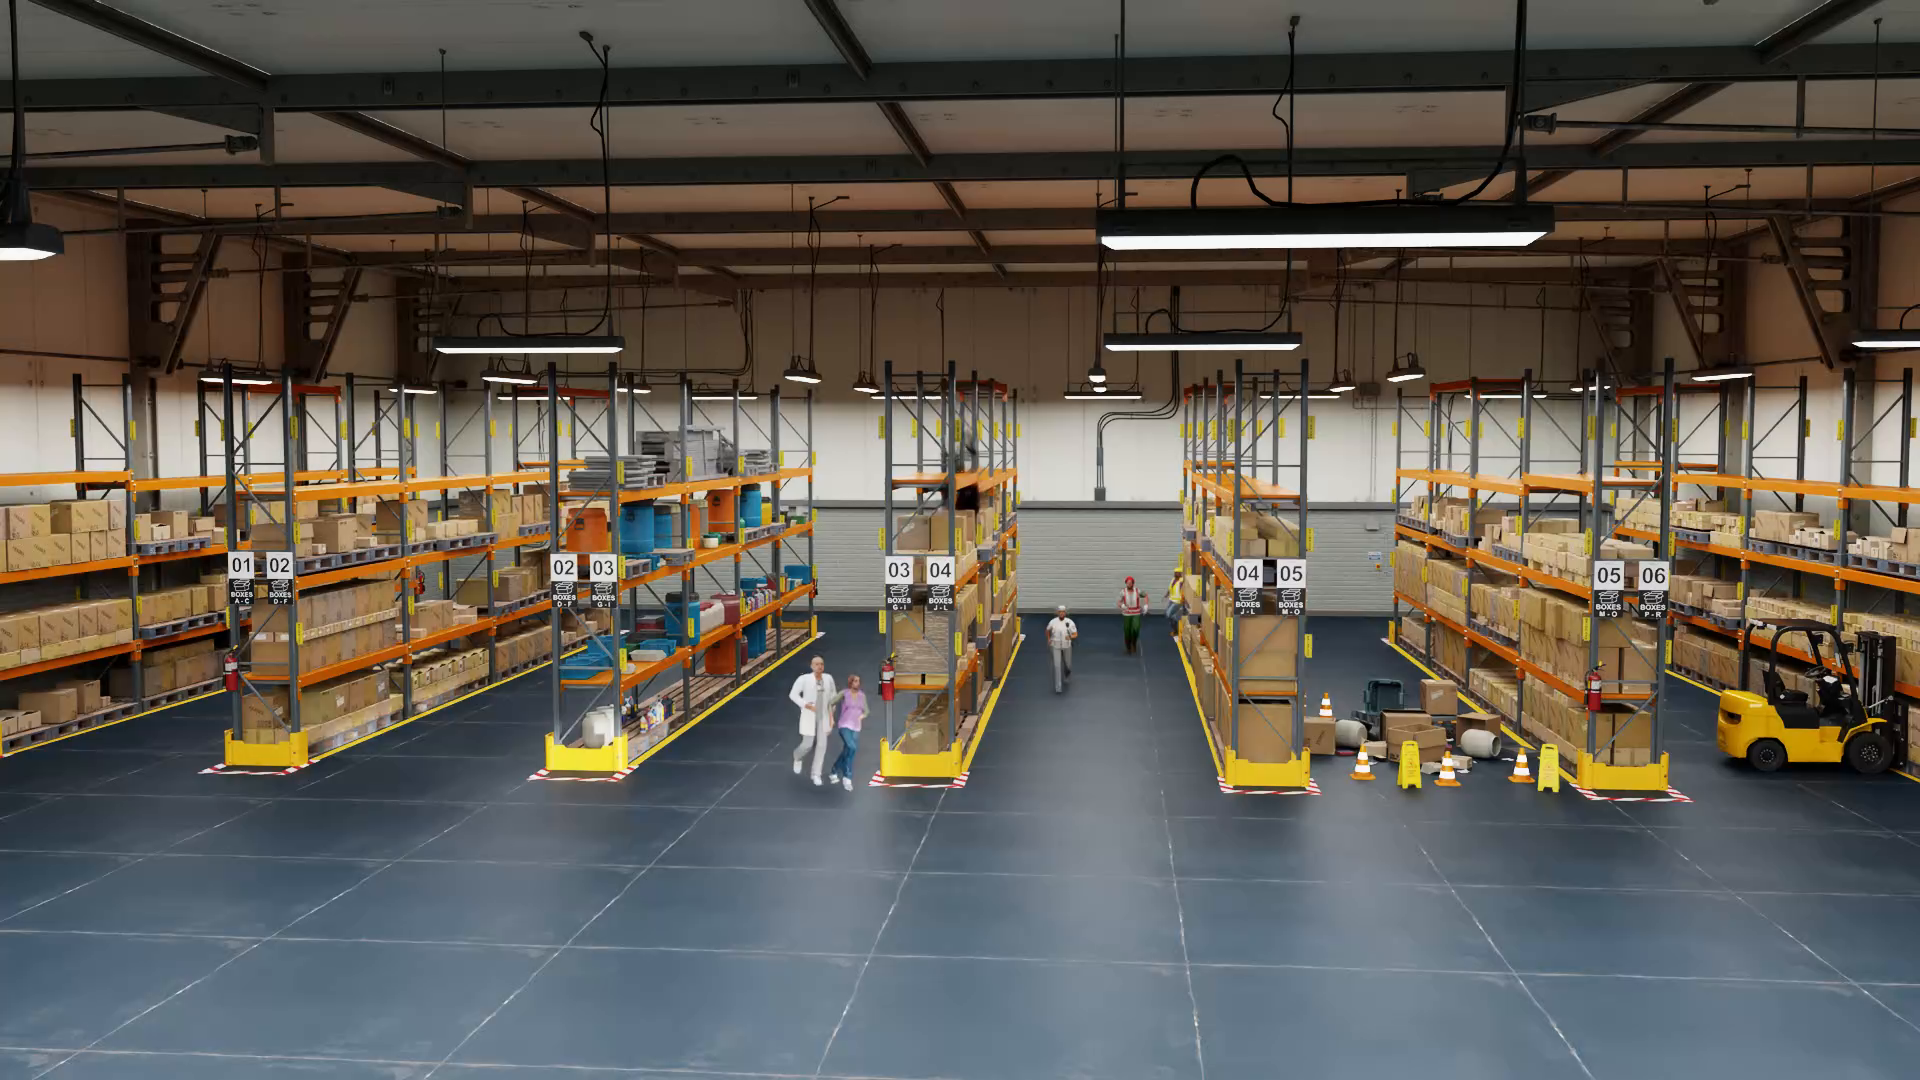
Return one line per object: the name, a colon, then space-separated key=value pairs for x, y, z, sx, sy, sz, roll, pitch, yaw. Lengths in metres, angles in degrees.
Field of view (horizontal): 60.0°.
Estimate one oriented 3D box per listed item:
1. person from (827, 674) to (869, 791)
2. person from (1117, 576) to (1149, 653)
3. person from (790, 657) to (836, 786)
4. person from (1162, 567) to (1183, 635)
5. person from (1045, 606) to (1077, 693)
person: x=-1.536 y=2.678 z=23.364 sx=0.530 sy=1.553 sz=0.654 roll=-2 pitch=4 yaw=-33
person: x=3.837 y=1.675 z=37.016 sx=0.688 sy=1.735 sz=0.812 roll=1 pitch=4 yaw=10
person: x=-2.074 y=2.568 z=23.843 sx=0.735 sy=1.787 sz=0.883 roll=-2 pitch=4 yaw=-24
person: x=5.232 y=1.495 z=40.442 sx=0.516 sy=1.709 sz=0.763 roll=-2 pitch=4 yaw=-25
person: x=1.949 y=2.077 z=32.012 sx=0.621 sy=1.636 sz=0.843 roll=0 pitch=4 yaw=4
